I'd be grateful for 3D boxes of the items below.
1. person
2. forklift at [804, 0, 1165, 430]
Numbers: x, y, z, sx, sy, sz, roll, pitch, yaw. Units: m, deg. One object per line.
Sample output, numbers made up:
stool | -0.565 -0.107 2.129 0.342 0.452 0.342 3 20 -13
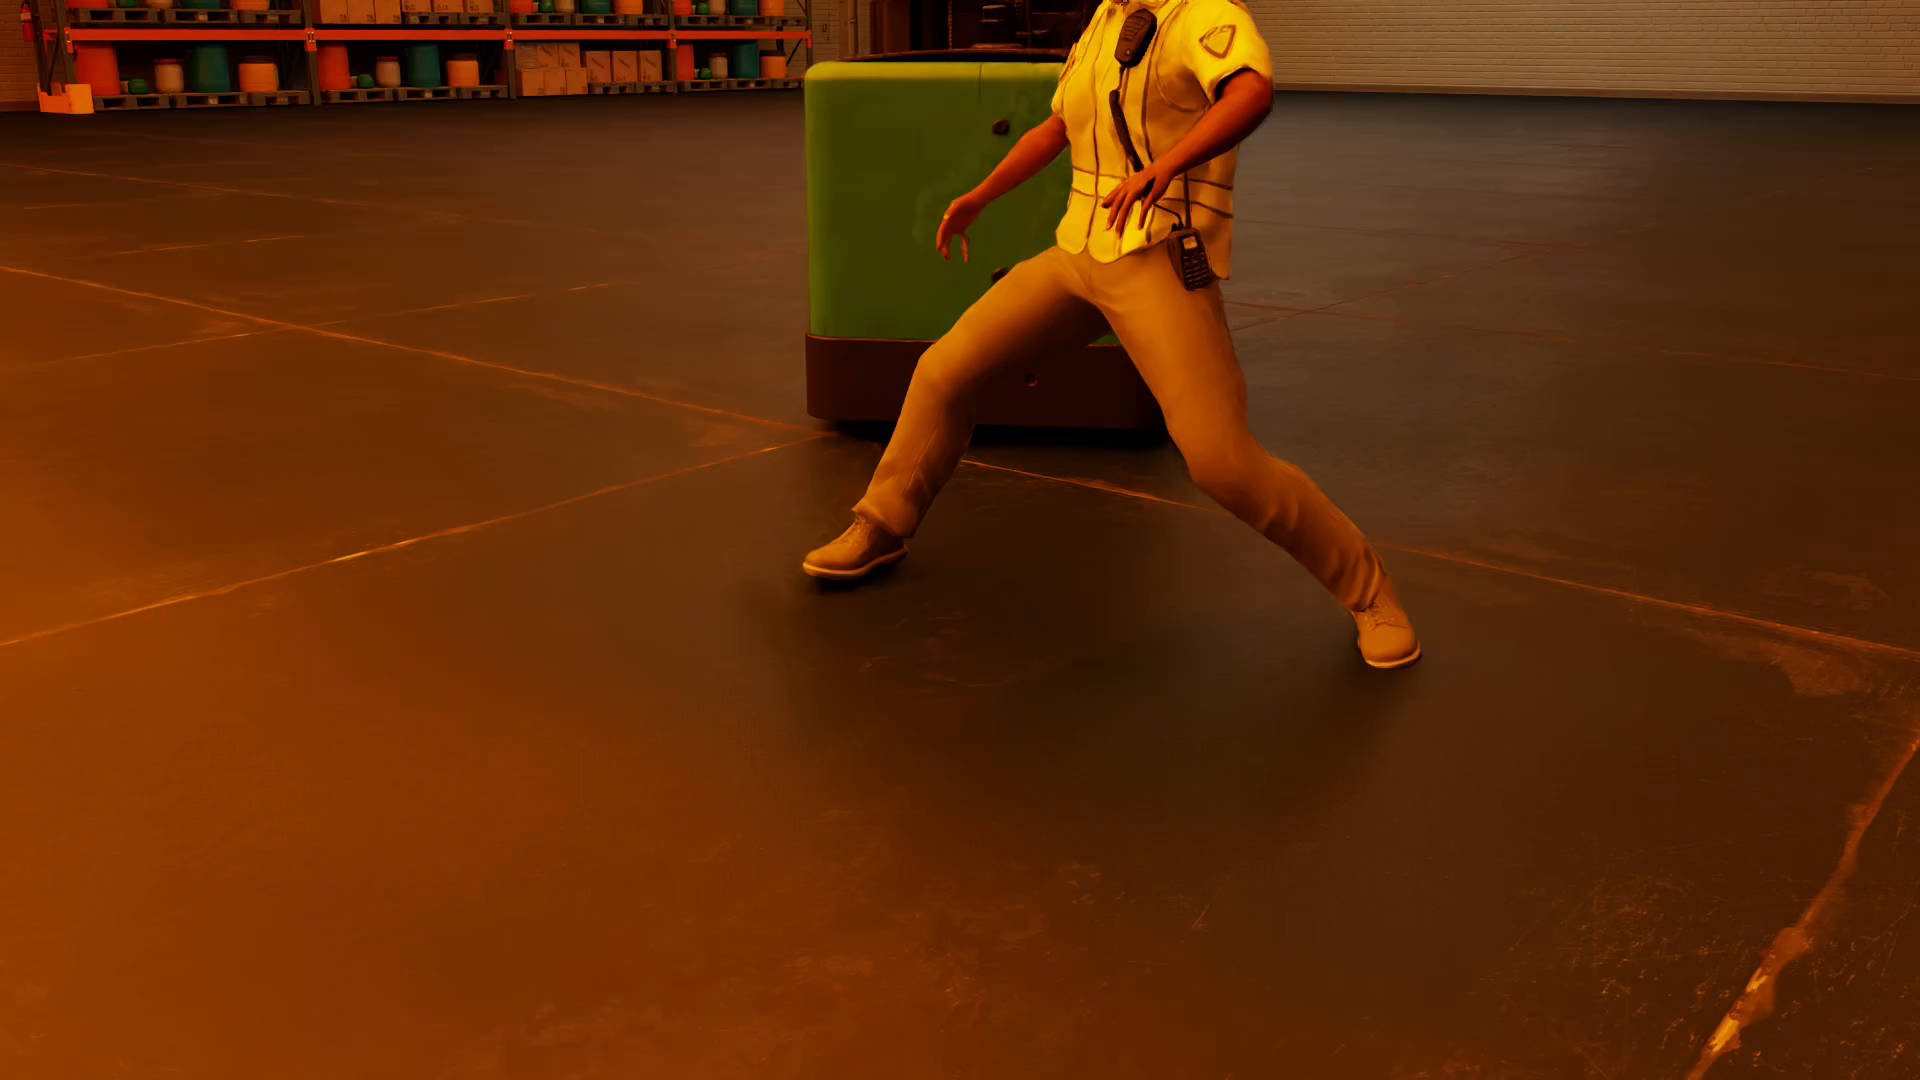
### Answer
person | 0.288 -0.542 3.241 0.948 1.494 1.099 -9 19 -28
forklift | 0.271 -2.100 5.813 1.130 2.935 3.031 2 17 8
